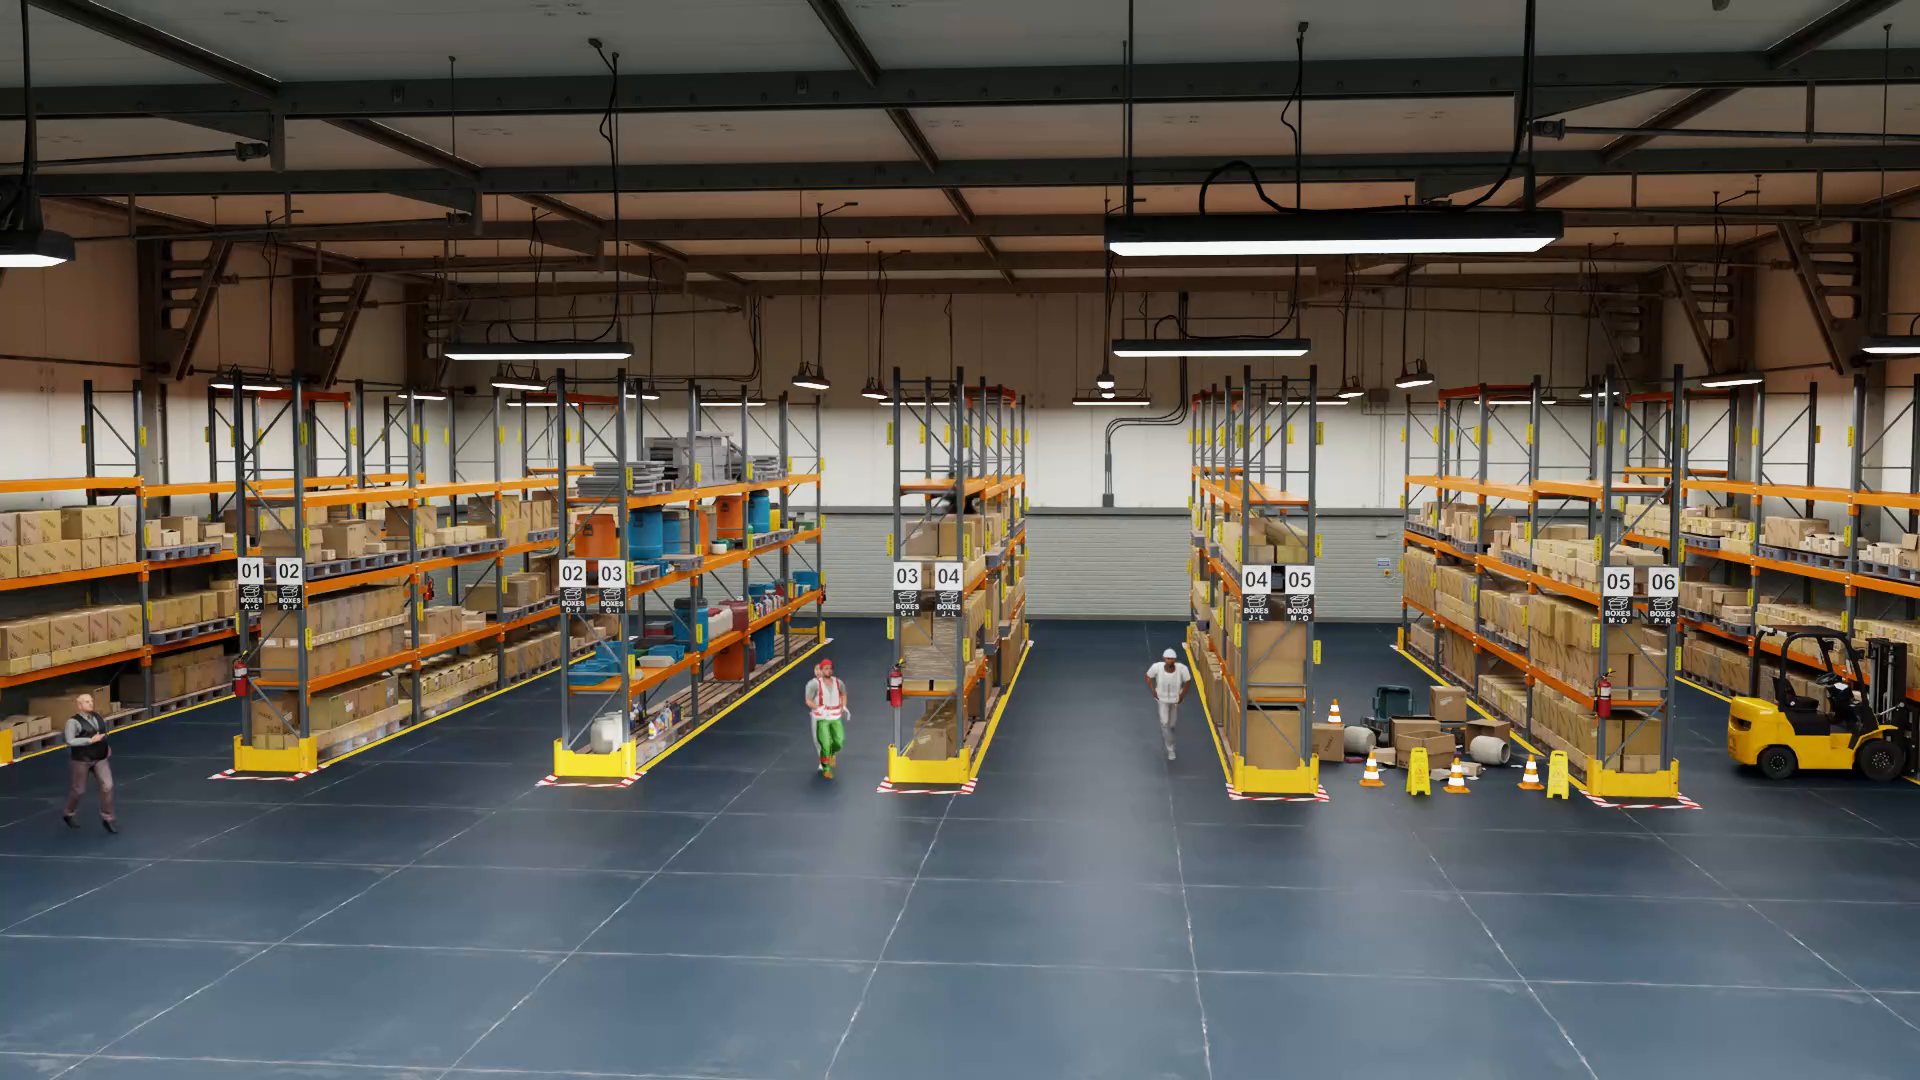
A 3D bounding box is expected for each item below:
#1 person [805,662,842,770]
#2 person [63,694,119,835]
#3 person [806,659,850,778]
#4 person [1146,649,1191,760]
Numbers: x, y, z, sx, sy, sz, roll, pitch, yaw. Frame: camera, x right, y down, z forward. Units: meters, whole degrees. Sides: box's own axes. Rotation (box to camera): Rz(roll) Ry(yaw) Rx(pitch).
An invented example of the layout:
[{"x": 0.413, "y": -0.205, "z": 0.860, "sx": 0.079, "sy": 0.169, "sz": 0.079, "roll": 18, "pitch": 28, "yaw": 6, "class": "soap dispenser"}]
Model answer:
[{"x": -2.045, "y": 2.636, "z": 24.854, "sx": 0.566, "sy": 1.645, "sz": 0.618, "roll": 1, "pitch": 4, "yaw": 8, "class": "person"}, {"x": -11.010, "y": 2.825, "z": 21.009, "sx": 0.830, "sy": 1.769, "sz": 0.632, "roll": 2, "pitch": 4, "yaw": 29, "class": "person"}, {"x": -1.929, "y": 2.619, "z": 24.382, "sx": 0.655, "sy": 1.742, "sz": 0.593, "roll": -1, "pitch": 4, "yaw": -21, "class": "person"}, {"x": 3.276, "y": 2.549, "z": 26.184, "sx": 0.706, "sy": 1.756, "sz": 0.936, "roll": 0, "pitch": 4, "yaw": 6, "class": "person"}]
